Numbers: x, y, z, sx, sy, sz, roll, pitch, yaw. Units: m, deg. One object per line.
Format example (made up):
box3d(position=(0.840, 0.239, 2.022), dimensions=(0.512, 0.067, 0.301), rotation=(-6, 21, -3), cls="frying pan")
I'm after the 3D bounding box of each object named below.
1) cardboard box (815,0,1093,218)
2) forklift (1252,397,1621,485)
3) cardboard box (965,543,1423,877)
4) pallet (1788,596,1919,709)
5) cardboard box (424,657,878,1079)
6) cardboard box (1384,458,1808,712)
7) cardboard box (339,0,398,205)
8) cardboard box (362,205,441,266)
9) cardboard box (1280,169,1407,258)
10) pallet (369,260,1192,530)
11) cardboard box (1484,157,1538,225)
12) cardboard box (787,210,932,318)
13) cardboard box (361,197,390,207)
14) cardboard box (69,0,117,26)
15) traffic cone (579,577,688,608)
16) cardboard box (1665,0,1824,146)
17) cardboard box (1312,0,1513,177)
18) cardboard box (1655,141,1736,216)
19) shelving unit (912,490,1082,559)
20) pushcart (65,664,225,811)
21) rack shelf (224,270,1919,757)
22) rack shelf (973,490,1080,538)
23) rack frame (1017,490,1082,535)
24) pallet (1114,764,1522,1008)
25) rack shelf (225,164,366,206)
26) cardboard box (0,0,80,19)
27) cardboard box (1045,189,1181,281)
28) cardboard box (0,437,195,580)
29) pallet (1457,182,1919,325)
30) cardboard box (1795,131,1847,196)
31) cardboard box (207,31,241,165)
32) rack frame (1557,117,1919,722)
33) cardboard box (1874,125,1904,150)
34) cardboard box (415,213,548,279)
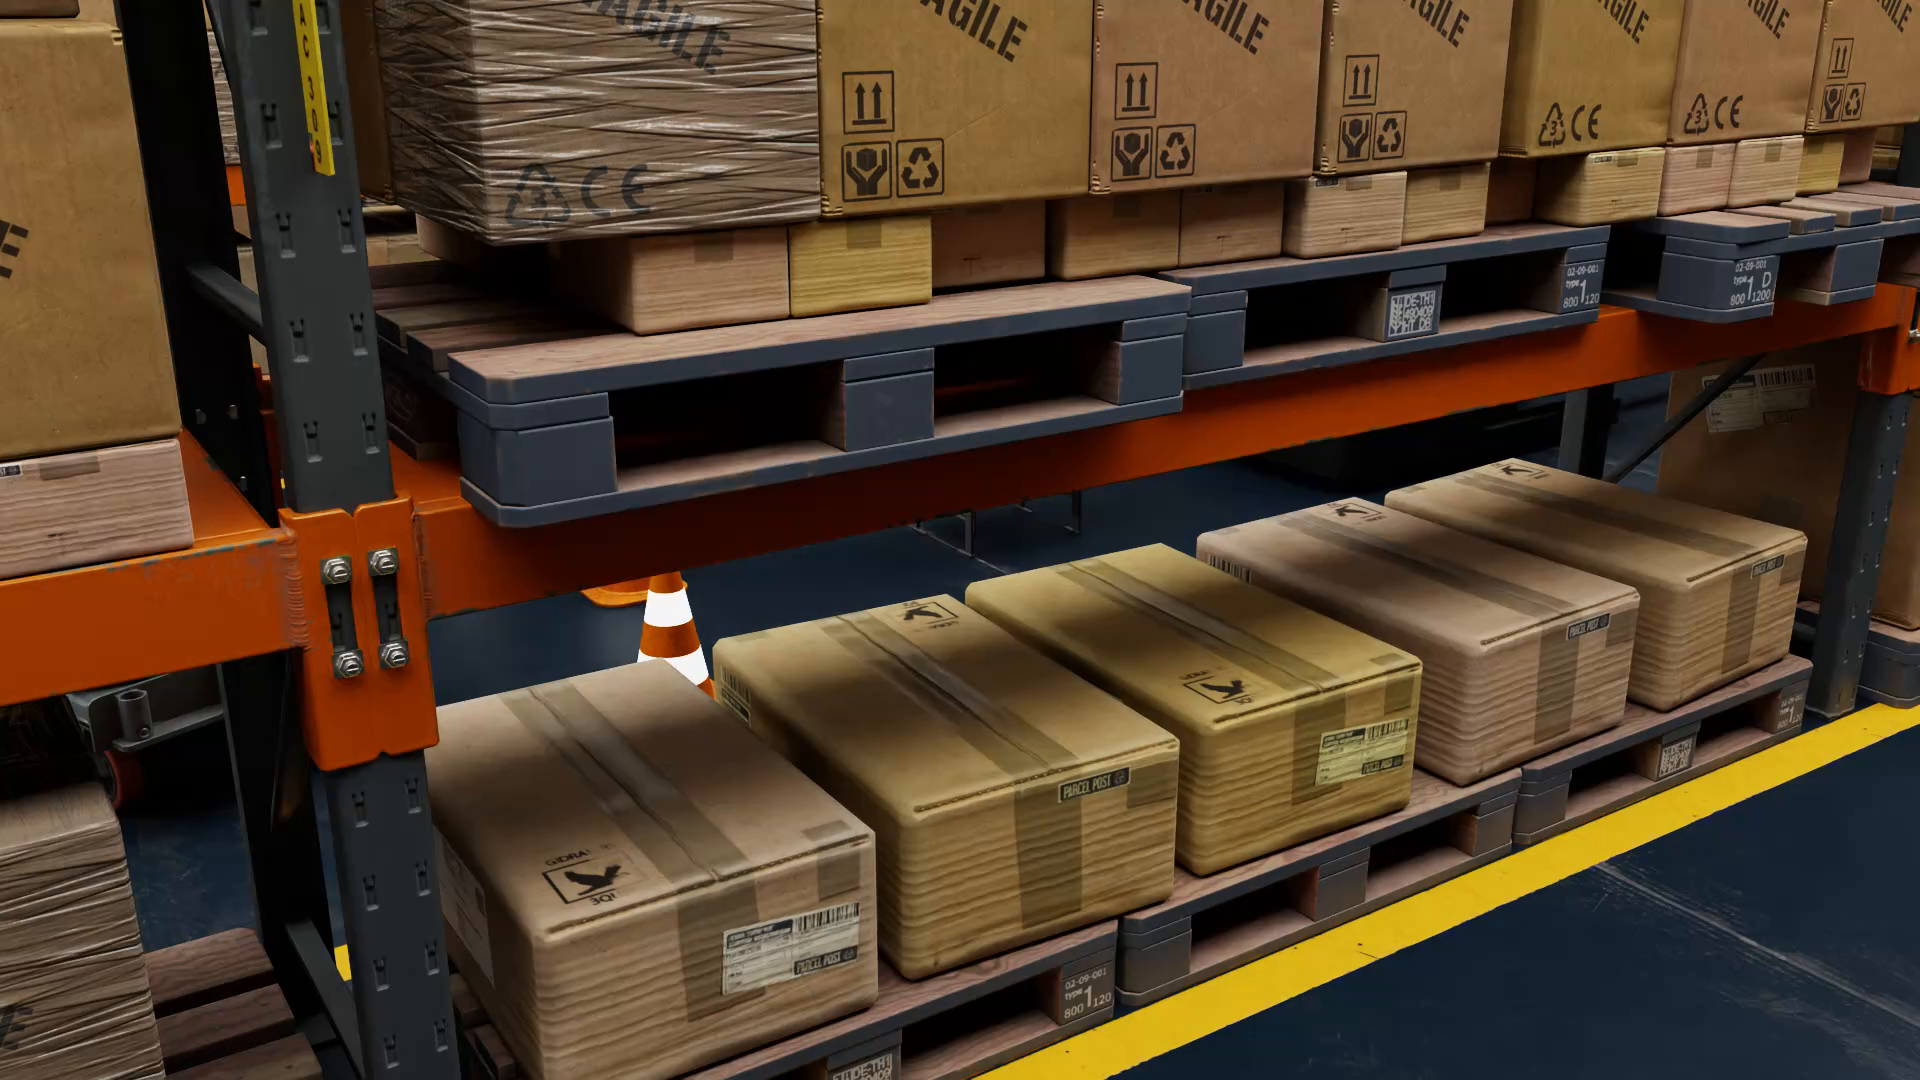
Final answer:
box3d(position=(-0.130, -0.826, 2.728), dimensions=(0.500, 0.500, 0.500), rotation=(-12, 22, -31), cls="cardboard box")
box3d(position=(2.447, -1.972, 7.502), dimensions=(3.031, 2.935, 1.130), rotation=(-13, 23, -34), cls="forklift")
box3d(position=(0.518, 0.358, 3.950), dimensions=(0.625, 0.372, 0.950), rotation=(-11, 22, -30), cls="cardboard box")
box3d(position=(2.944, 0.153, 5.462), dimensions=(1.213, 0.211, 1.003), rotation=(-12, 22, -31), cls="pallet")
box3d(position=(-0.660, 0.608, 3.209), dimensions=(0.625, 0.372, 0.950), rotation=(-12, 22, -31), cls="cardboard box")
box3d(position=(1.766, 0.094, 4.731), dimensions=(0.625, 0.372, 0.950), rotation=(-14, 23, -35), cls="cardboard box")
box3d(position=(-0.837, -0.874, 2.871), dimensions=(0.500, 0.500, 0.500), rotation=(-12, 22, -32), cls="cardboard box")
box3d(position=(-2.627, -1.086, 7.631), dimensions=(0.750, 0.750, 1.050), rotation=(-12, 22, -31), cls="cardboard box")
box3d(position=(0.642, -0.659, 3.248), dimensions=(0.250, 0.149, 0.380), rotation=(-11, 22, -29), cls="cardboard box")
box3d(position=(-0.379, -0.349, 2.894), dimensions=(1.213, 0.211, 1.003), rotation=(-12, 22, -31), cls="pallet")
box3d(position=(1.014, -0.780, 3.606), dimensions=(0.250, 0.149, 0.380), rotation=(-12, 22, -31), cls="cardboard box")
box3d(position=(-0.248, -0.479, 2.714), dimensions=(0.250, 0.149, 0.380), rotation=(-11, 22, -30), cls="cardboard box")
box3d(position=(-4.211, -2.499, 12.171), dimensions=(0.500, 0.500, 0.700), rotation=(-14, 23, -36), cls="cardboard box")
box3d(position=(-3.492, -2.261, 6.531), dimensions=(0.500, 0.500, 0.700), rotation=(-12, 22, -32), cls="cardboard box")
box3d(position=(-1.139, -0.054, 5.682), dimensions=(0.334, 0.463, 0.336), rotation=(-12, 22, -31), cls="traffic cone")
box3d(position=(1.591, -1.188, 3.798), dimensions=(0.500, 0.500, 0.500), rotation=(-12, 22, -32), cls="cardboard box")
box3d(position=(0.714, -1.003, 3.251), dimensions=(0.500, 0.500, 0.500), rotation=(-13, 23, -34), cls="cardboard box")
box3d(position=(1.515, -0.843, 3.792), dimensions=(0.250, 0.149, 0.380), rotation=(-13, 23, -34), cls="cardboard box")
box3d(position=(0.138, -1.024, 5.995), dimensions=(0.503, 2.100, 0.431), rotation=(-12, 22, -31), cls="shelving unit")
box3d(position=(-2.393, 0.297, 4.778), dimensions=(1.648, 0.377, 0.936), rotation=(13, 23, 34), cls="pushcart")
box3d(position=(0.573, -0.356, 3.737), dimensions=(4.000, 0.370, 1.077), rotation=(-12, 22, -31), cls="rack shelf")
box3d(position=(0.138, -0.348, 6.223), dimensions=(0.480, 0.518, 0.431), rotation=(-12, 22, -31), cls="rack shelf")
box3d(position=(0.342, -1.067, 6.122), dimensions=(0.015, 2.100, 0.400), rotation=(-12, 22, -31), cls="rack frame")
box3d(position=(0.572, 0.623, 4.073), dimensions=(1.213, 0.211, 1.003), rotation=(-12, 22, -31), cls="pallet")
box3d(position=(-2.233, -1.662, 7.601), dimensions=(4.000, 0.370, 1.077), rotation=(-12, 22, -31), cls="rack shelf")
box3d(position=(-1.584, -0.987, 2.299), dimensions=(0.500, 0.500, 0.700), rotation=(-12, 22, -32), cls="cardboard box")
box3d(position=(0.184, -0.583, 3.023), dimensions=(0.250, 0.149, 0.380), rotation=(-12, 22, -31), cls="cardboard box")
box3d(position=(-1.198, -0.087, 2.212), dimensions=(0.250, 0.149, 0.380), rotation=(-12, 22, -32), cls="cardboard box")
box3d(position=(1.707, -0.804, 4.239), dimensions=(1.003, 0.211, 1.213), rotation=(-12, 22, -31), cls="pallet")
box3d(position=(1.915, -0.942, 4.083), dimensions=(0.250, 0.149, 0.380), rotation=(-12, 22, -31), cls="cardboard box")
box3d(position=(-2.895, -1.808, 6.752), dimensions=(0.500, 0.500, 0.500), rotation=(-12, 22, -31), cls="cardboard box")
box3d(position=(2.244, -1.049, 4.664), dimensions=(0.127, 3.000, 1.000), rotation=(-12, 22, -31), cls="rack frame")
box3d(position=(2.803, -1.238, 4.677), dimensions=(0.500, 0.250, 0.500), rotation=(-12, 22, -32), cls="cardboard box")
box3d(position=(-0.819, -0.589, 3.039), dimensions=(0.250, 0.149, 0.380), rotation=(-12, 22, -31), cls="cardboard box")
